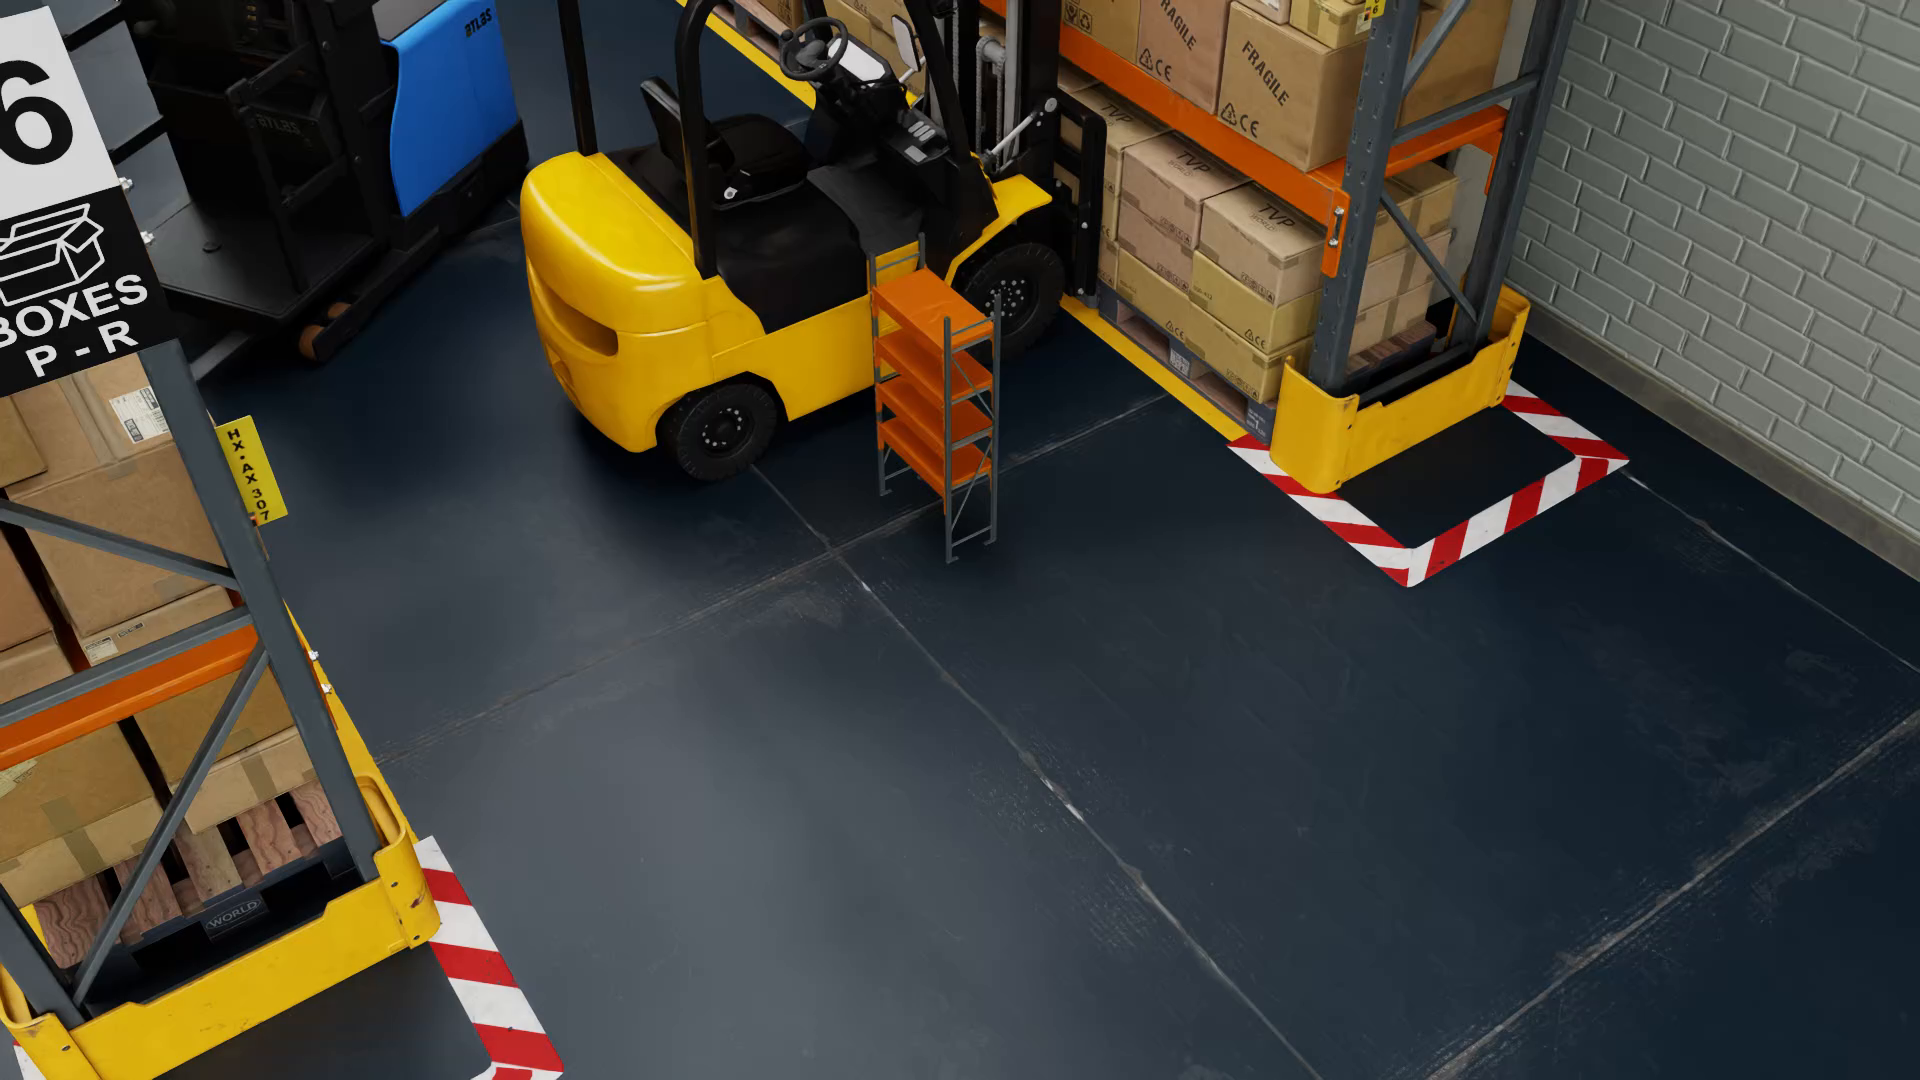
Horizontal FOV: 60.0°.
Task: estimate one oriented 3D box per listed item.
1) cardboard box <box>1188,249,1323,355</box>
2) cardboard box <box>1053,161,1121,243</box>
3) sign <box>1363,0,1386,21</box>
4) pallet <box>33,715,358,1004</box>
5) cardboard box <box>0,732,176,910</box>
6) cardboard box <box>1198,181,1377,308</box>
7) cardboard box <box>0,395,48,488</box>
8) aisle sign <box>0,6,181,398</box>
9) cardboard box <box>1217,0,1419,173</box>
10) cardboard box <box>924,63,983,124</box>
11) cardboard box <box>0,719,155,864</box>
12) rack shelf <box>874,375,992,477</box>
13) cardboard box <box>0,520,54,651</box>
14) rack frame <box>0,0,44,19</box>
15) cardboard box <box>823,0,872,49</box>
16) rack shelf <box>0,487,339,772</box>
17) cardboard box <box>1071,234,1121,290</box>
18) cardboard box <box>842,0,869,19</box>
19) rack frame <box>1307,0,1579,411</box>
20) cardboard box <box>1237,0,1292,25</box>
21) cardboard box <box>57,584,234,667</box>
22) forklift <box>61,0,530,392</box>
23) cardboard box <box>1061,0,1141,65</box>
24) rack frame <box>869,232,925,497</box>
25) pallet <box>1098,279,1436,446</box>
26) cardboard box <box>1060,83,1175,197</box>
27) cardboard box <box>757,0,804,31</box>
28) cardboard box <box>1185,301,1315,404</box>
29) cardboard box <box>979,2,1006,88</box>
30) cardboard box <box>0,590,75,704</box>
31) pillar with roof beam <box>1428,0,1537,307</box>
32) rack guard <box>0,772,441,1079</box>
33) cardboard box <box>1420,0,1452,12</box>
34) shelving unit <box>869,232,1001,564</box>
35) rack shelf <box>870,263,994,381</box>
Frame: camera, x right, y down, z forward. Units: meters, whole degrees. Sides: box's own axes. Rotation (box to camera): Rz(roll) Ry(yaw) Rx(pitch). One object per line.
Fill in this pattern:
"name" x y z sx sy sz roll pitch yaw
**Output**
"cardboard box" 1.328 -1.091 7.046 0.500 0.250 0.500 -26 50 -25
"cardboard box" 0.738 -1.663 7.645 0.500 0.250 0.500 -27 50 -25
"sign" 1.410 -1.899 5.556 0.100 0.325 0.005 -26 49 -24
"pallet" -2.685 0.854 5.703 1.003 0.211 1.213 -26 49 -24
"cardboard box" -2.903 0.840 5.385 0.500 0.250 0.500 -26 49 -25
"cardboard box" 1.344 -1.257 6.858 0.500 0.250 0.500 -24 49 -23
"cardboard box" -2.677 -0.346 3.928 0.700 0.500 0.500 -27 50 -25
"aisle sign" -1.916 -0.665 3.392 0.394 0.787 0.004 -26 49 -24
"cardboard box" 1.366 -1.812 6.403 0.500 0.500 0.500 -27 50 -25
"cardboard box" 0.166 -2.235 8.244 0.500 0.250 0.500 -26 50 -25
"cardboard box" -2.878 0.583 5.111 0.500 0.500 0.500 -25 49 -24
"rack shelf" -0.095 -0.479 6.480 0.258 0.148 0.480 -26 49 -24
"cardboard box" -2.742 0.020 4.269 0.500 0.500 0.500 -27 50 -25
"rack frame" -2.206 -1.808 2.127 1.000 3.000 0.127 -26 49 -24
"cardboard box" -0.402 -2.808 8.845 0.500 0.250 0.500 -26 49 -25
"rack shelf" -3.350 -0.510 5.633 1.077 0.370 4.000 -26 49 -24
"cardboard box" 0.780 -1.472 7.806 0.500 0.250 0.500 -25 49 -24
"cardboard box" -0.406 -2.987 8.670 0.500 0.250 0.500 -26 50 -25
"rack frame" 1.863 -1.601 6.254 1.000 3.000 0.127 -26 49 -24
"cardboard box" 1.264 -2.090 6.225 0.380 0.149 0.250 -25 49 -24
"cardboard box" -2.230 0.179 4.572 0.380 0.149 0.250 -26 49 -24
"forklift" -3.282 -2.207 6.939 1.130 2.935 3.031 16 46 16
"cardboard box" 0.784 -2.399 7.019 0.500 0.500 0.500 -27 50 -25
"rack frame" -0.234 -0.666 6.579 0.240 1.200 0.015 -26 49 -24
"pallet" 1.391 -1.009 7.654 1.003 0.211 1.213 -26 49 -24
"cardboard box" 0.750 -1.826 7.453 0.500 0.250 0.500 -25 49 -24
"cardboard box" -0.733 -3.450 9.607 0.875 0.625 0.625 -24 48 -23
"cardboard box" 1.335 -0.899 7.207 0.500 0.250 0.500 -25 49 -24
"cardboard box" 0.173 -2.416 8.072 0.500 0.250 0.500 -24 49 -23
"cardboard box" -2.595 0.326 4.418 0.380 0.149 0.250 -24 49 -23
"pillar with roof beam" -1.327 -2.820 3.187 9.100 9.000 0.400 -26 49 -24
"rack guard" -2.249 1.223 5.106 1.175 0.500 0.348 -26 49 -24
"cardboard box" 1.882 -2.166 6.304 0.380 0.149 0.250 -27 50 -25
"shelving unit" -0.095 -0.528 6.434 0.258 1.200 0.503 -26 49 -24
"rack shelf" -0.095 -0.812 6.163 0.258 0.148 0.480 -26 49 -24
